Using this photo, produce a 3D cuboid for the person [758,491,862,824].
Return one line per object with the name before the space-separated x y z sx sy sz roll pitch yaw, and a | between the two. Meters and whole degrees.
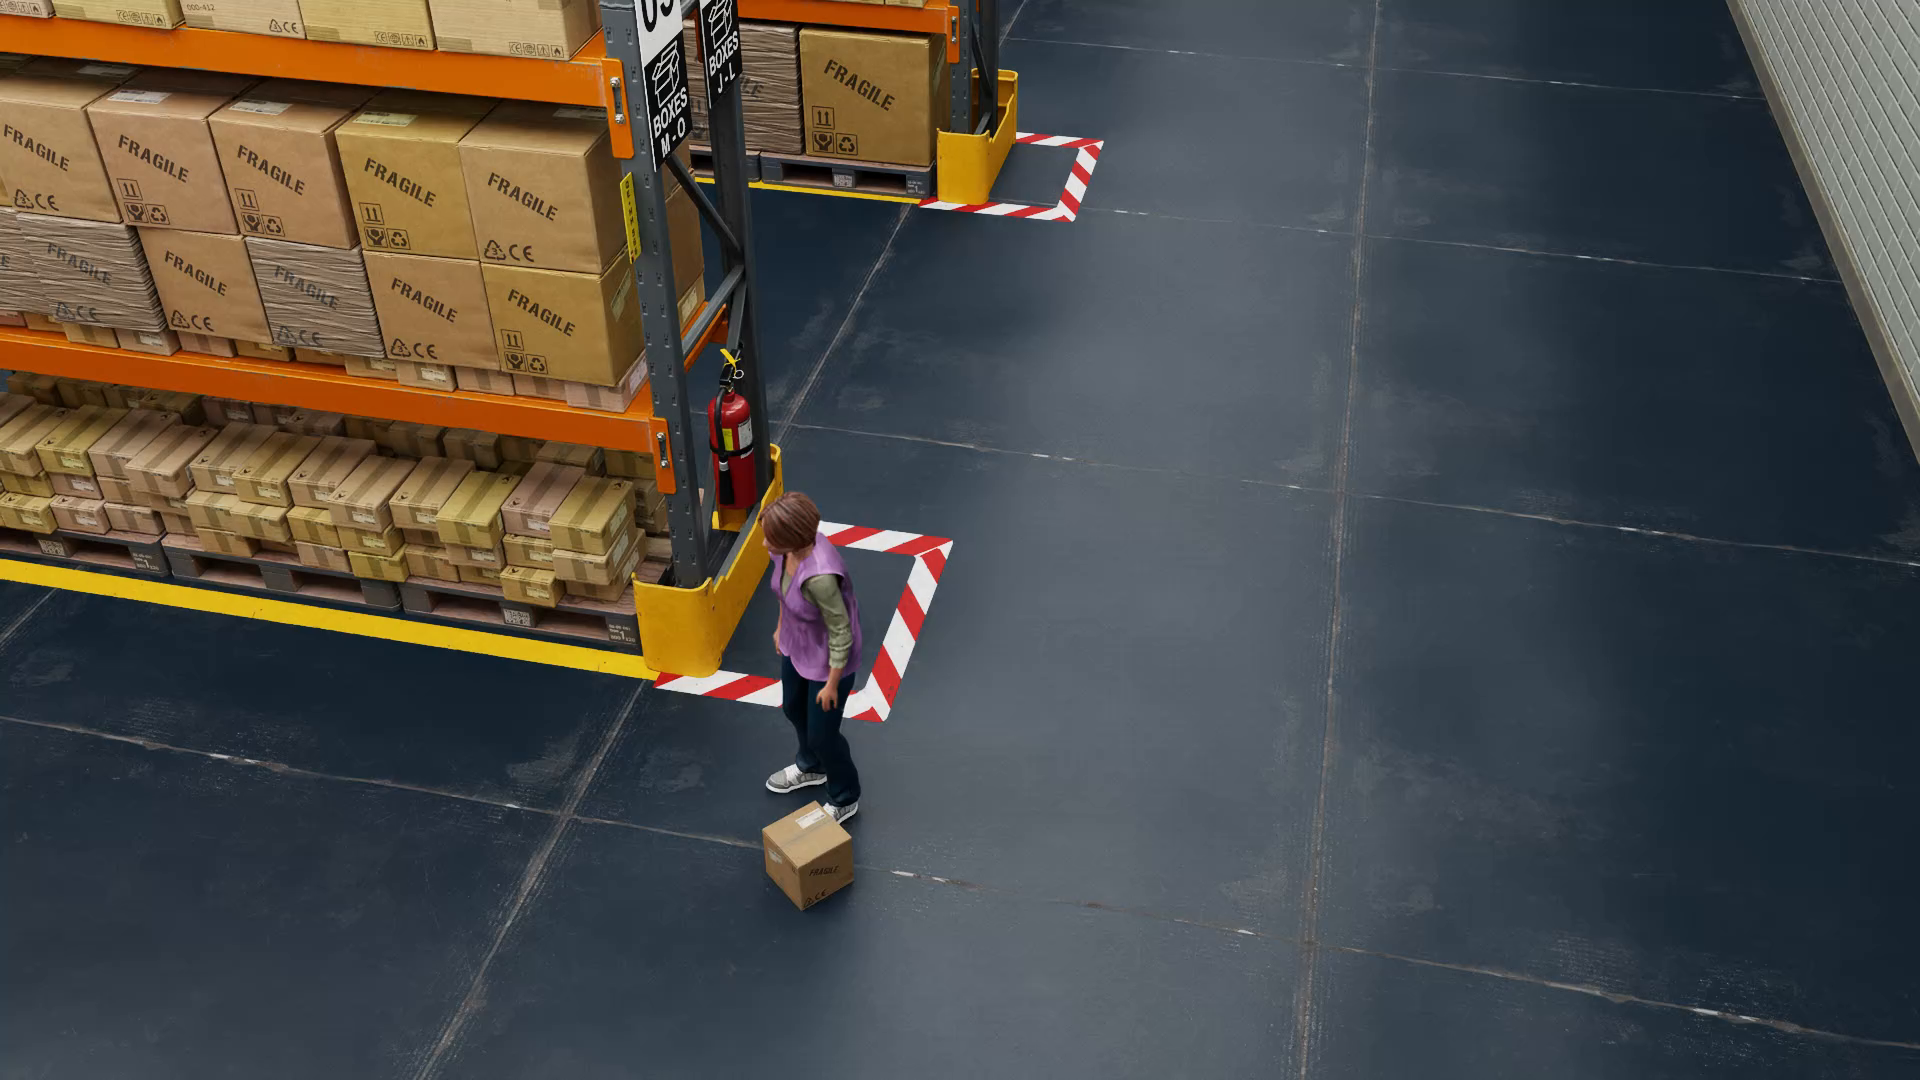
person | -0.563 0.463 6.373 0.347 1.575 0.465 -20 42 -25
